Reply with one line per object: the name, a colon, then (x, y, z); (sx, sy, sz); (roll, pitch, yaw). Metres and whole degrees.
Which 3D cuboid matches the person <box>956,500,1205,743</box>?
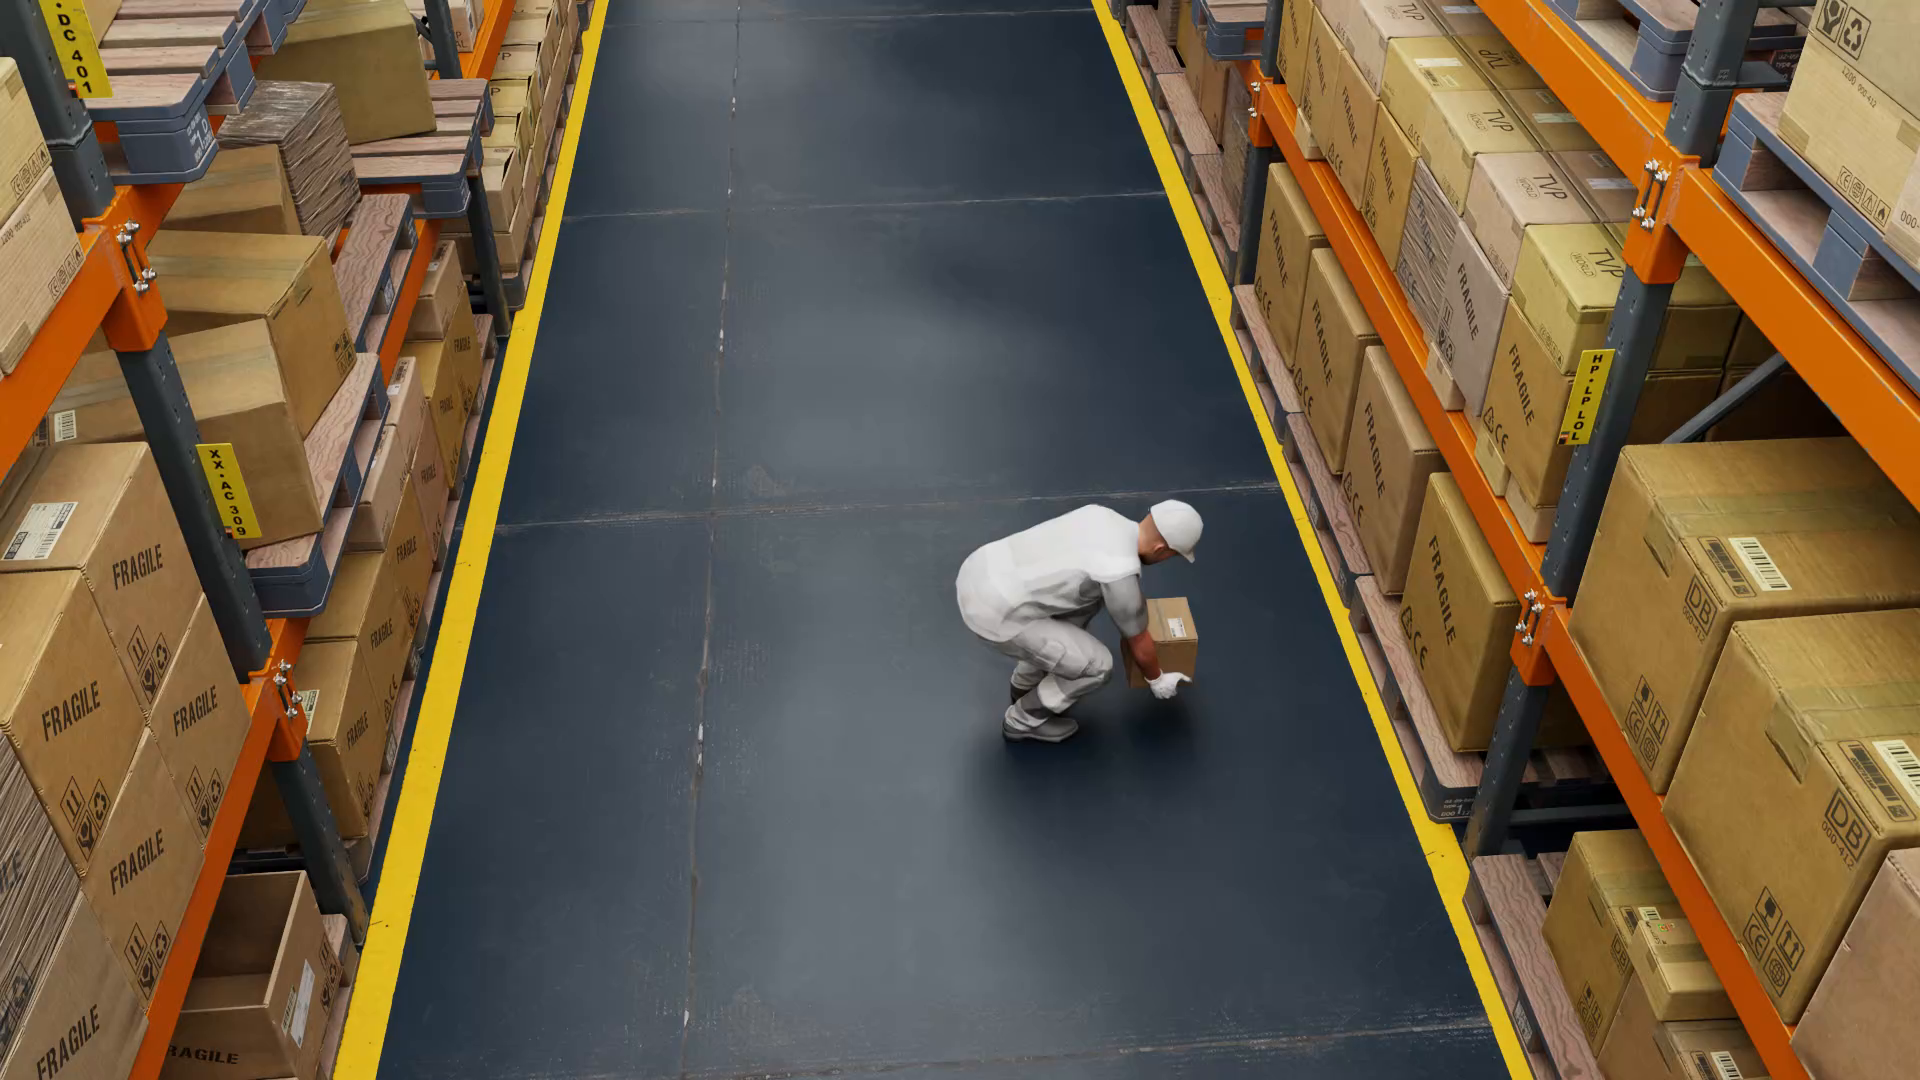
person: (0.453, 0.297, 6.412); (0.936, 0.982, 0.524); (-4, 39, -5)
